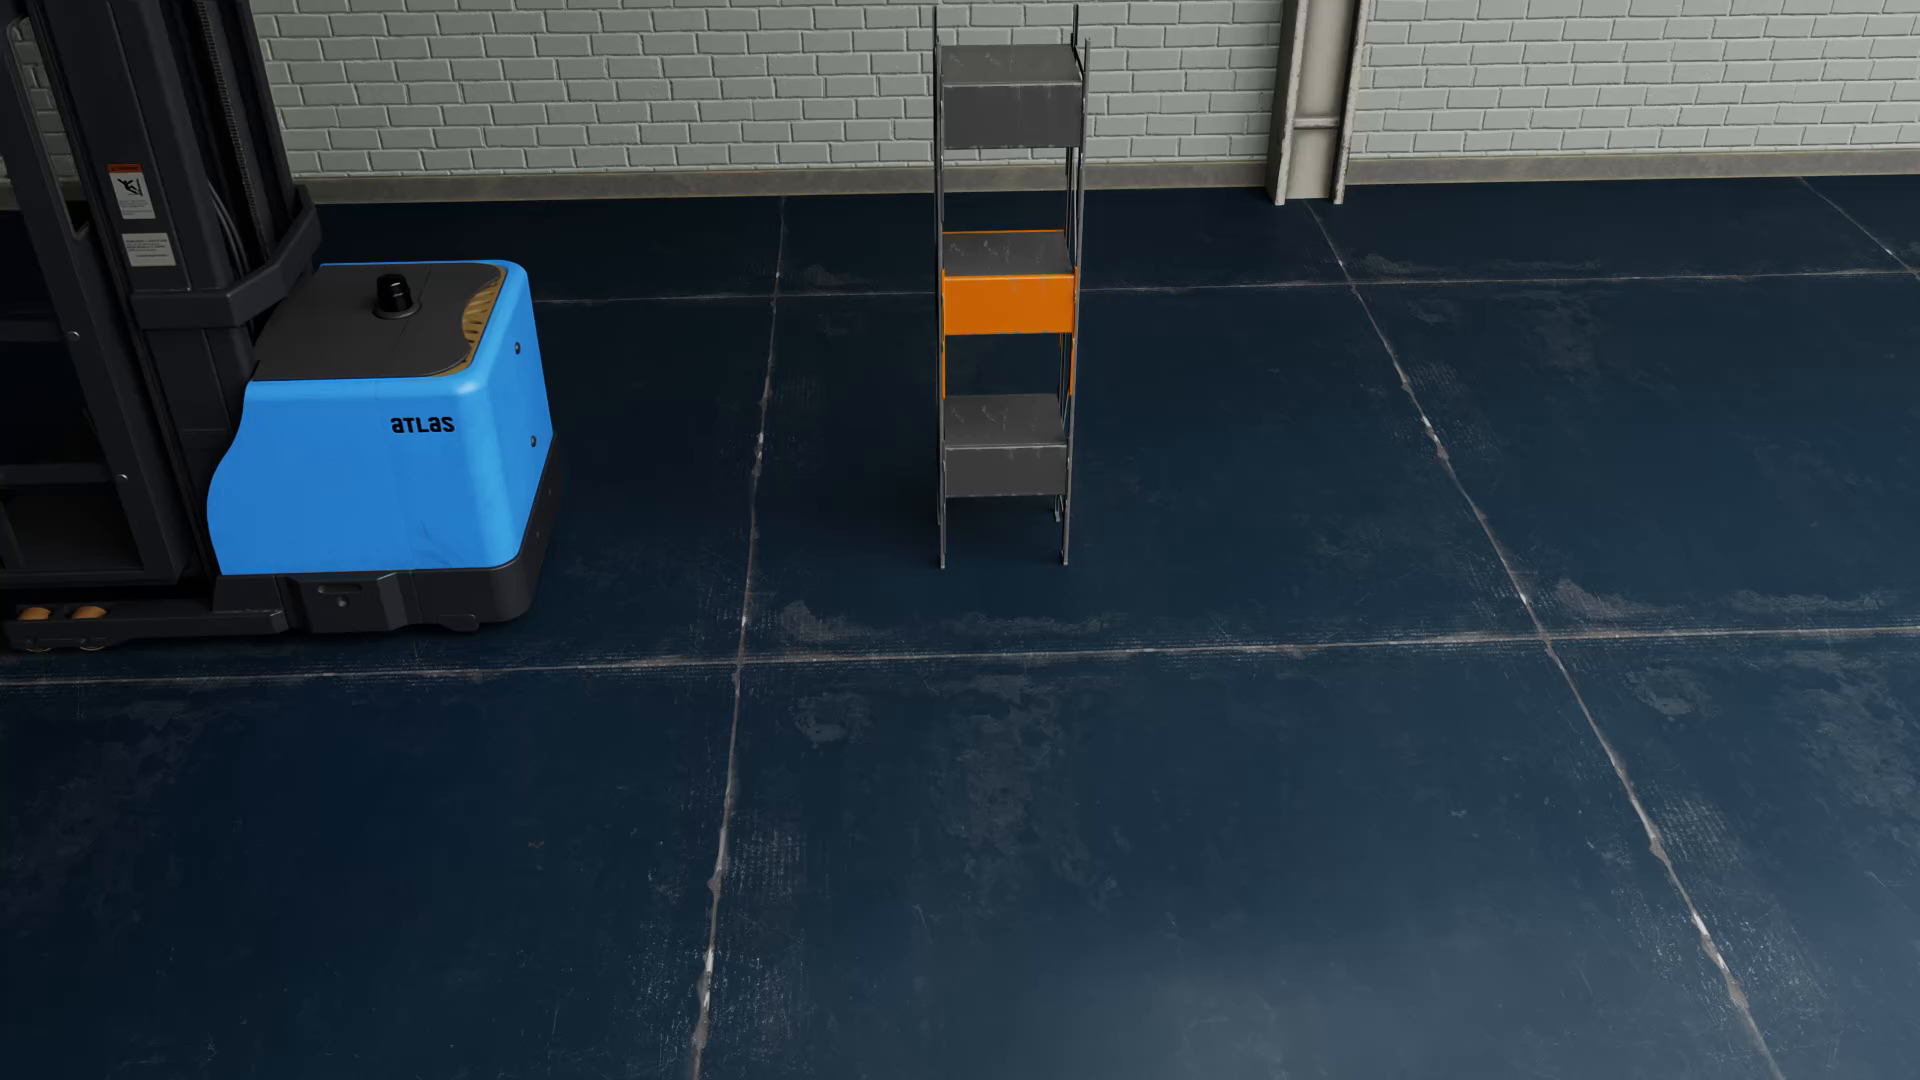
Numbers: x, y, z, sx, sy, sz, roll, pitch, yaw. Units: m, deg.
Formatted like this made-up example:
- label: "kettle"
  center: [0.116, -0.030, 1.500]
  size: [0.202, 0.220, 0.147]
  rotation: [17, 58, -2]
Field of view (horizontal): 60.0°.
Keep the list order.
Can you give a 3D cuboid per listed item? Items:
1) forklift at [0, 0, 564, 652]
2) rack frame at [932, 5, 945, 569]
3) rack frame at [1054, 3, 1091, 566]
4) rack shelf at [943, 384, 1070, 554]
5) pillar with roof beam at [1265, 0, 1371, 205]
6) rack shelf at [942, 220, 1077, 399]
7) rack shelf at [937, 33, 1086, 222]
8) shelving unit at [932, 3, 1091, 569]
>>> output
- label: "forklift"
  center: [-3.150, -1.100, 5.764]
  size: [3.031, 2.935, 1.130]
  rotation: [-2, 35, -2]
- label: "rack frame"
  center: [-0.078, -0.861, 6.149]
  size: [0.015, 2.100, 0.400]
  rotation: [-2, 35, -2]
- label: "rack frame"
  center: [0.409, -0.874, 6.168]
  size: [0.015, 2.100, 0.400]
  rotation: [-2, 35, -2]
- label: "rack shelf"
  center: [0.165, -0.281, 6.565]
  size: [0.480, 0.518, 0.431]
  rotation: [-2, 35, -2]
- label: "pillar with roof beam"
  center: [2.195, -3.263, 3.558]
  size: [0.400, 9.000, 9.100]
  rotation: [-2, 35, -2]
- label: "rack shelf"
  center: [0.165, -0.857, 6.167]
  size: [0.480, 0.518, 0.431]
  rotation: [-2, 35, -2]
- label: "rack shelf"
  center: [0.165, -1.432, 5.768]
  size: [0.480, 0.518, 0.431]
  rotation: [-2, 35, -2]
- label: "shelving unit"
  center: [0.165, -0.868, 6.159]
  size: [0.503, 2.100, 0.431]
  rotation: [-2, 35, -2]
